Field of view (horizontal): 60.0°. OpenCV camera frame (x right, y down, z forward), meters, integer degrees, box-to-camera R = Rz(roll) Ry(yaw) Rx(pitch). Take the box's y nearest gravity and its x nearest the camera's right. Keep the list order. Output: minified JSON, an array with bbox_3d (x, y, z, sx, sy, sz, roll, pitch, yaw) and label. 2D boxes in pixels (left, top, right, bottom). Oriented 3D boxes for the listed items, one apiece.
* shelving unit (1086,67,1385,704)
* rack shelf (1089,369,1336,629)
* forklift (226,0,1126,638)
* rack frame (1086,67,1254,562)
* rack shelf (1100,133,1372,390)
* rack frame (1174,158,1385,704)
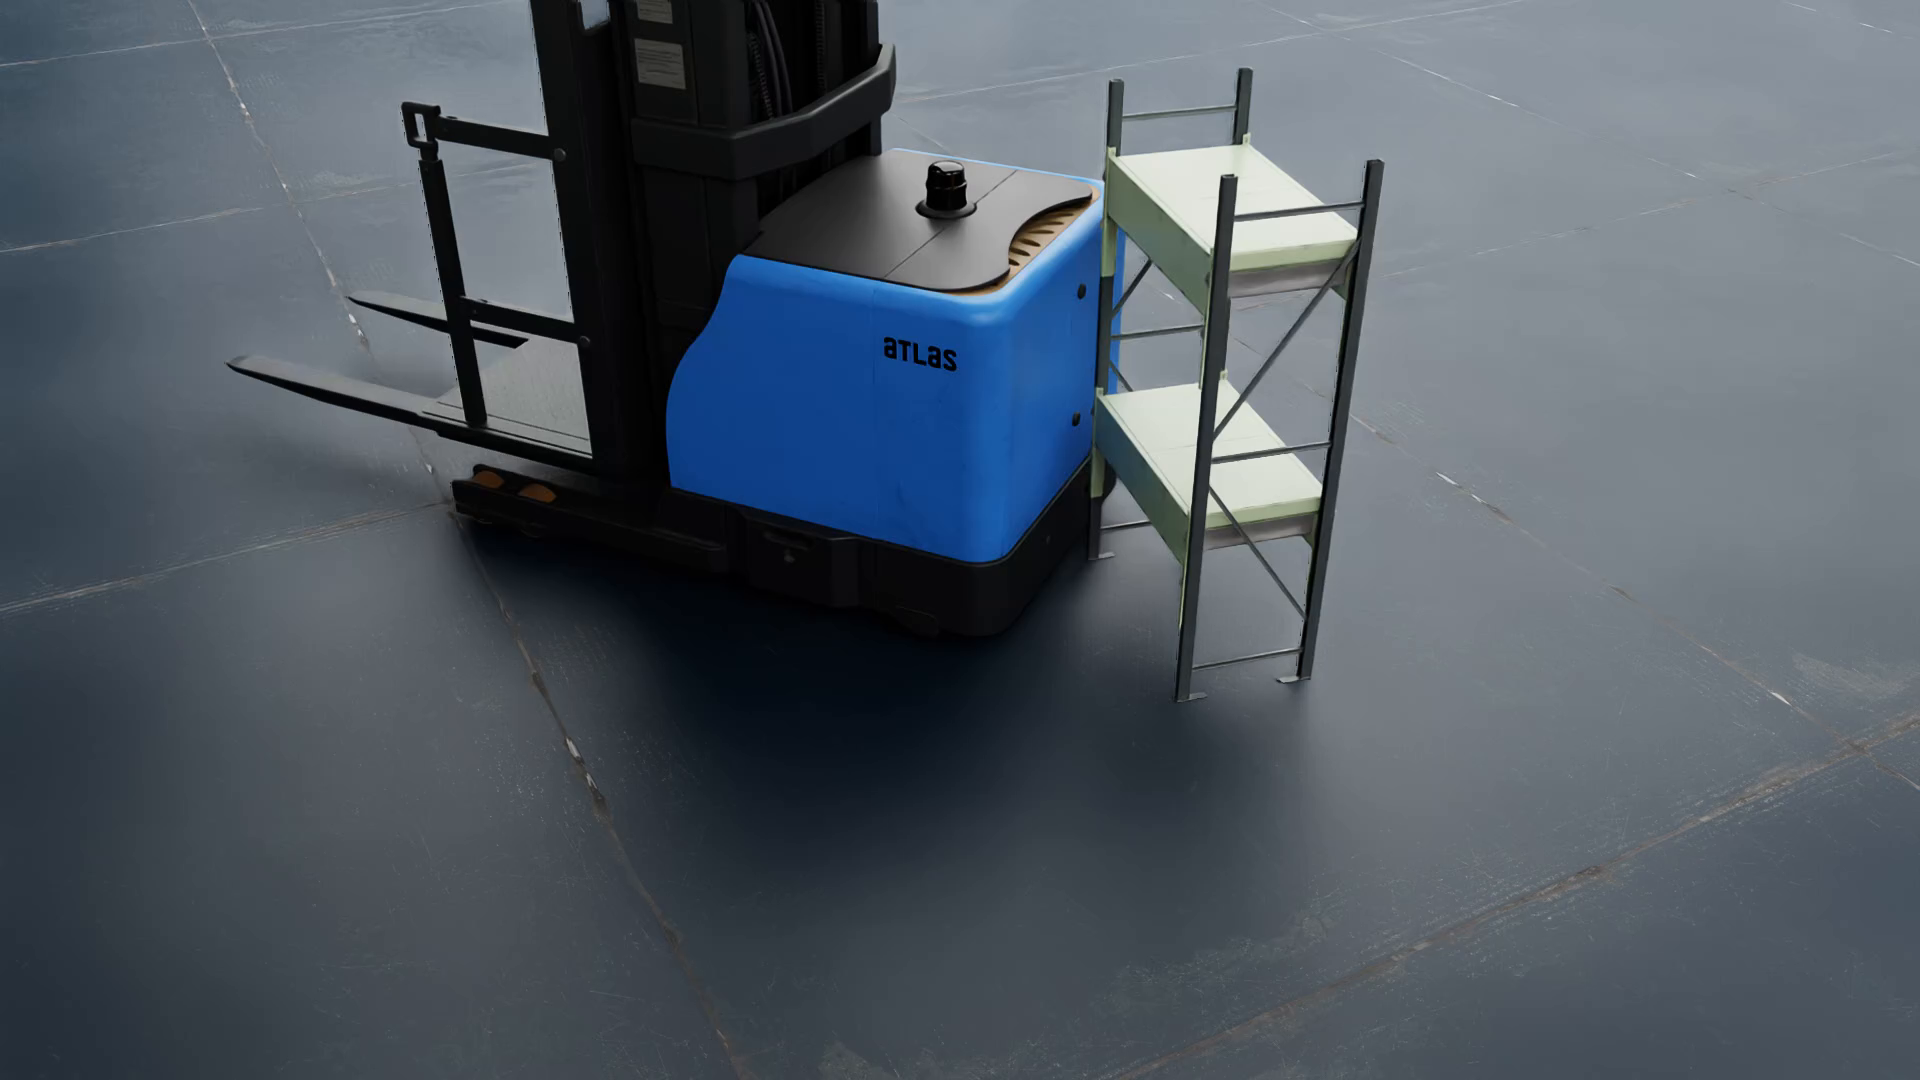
[{"bbox_3d":[0.685,-0.407,4.496,0.431,1.500,0.755,-9,34,-13],"label":"shelving unit"},{"bbox_3d":[0.685,-0.133,4.672,0.431,0.370,0.720,-9,34,-13],"label":"rack shelf"},{"bbox_3d":[-1.051,-1.483,4.847,3.031,2.935,1.130,14,35,21],"label":"forklift"},{"bbox_3d":[0.586,-0.598,4.792,0.400,1.500,0.023,-9,34,-13],"label":"rack frame"},{"bbox_3d":[0.685,-0.736,4.285,0.431,0.370,0.720,-9,34,-13],"label":"rack shelf"},{"bbox_3d":[0.784,-0.217,4.199,0.400,1.500,0.023,-9,34,-13],"label":"rack frame"}]
